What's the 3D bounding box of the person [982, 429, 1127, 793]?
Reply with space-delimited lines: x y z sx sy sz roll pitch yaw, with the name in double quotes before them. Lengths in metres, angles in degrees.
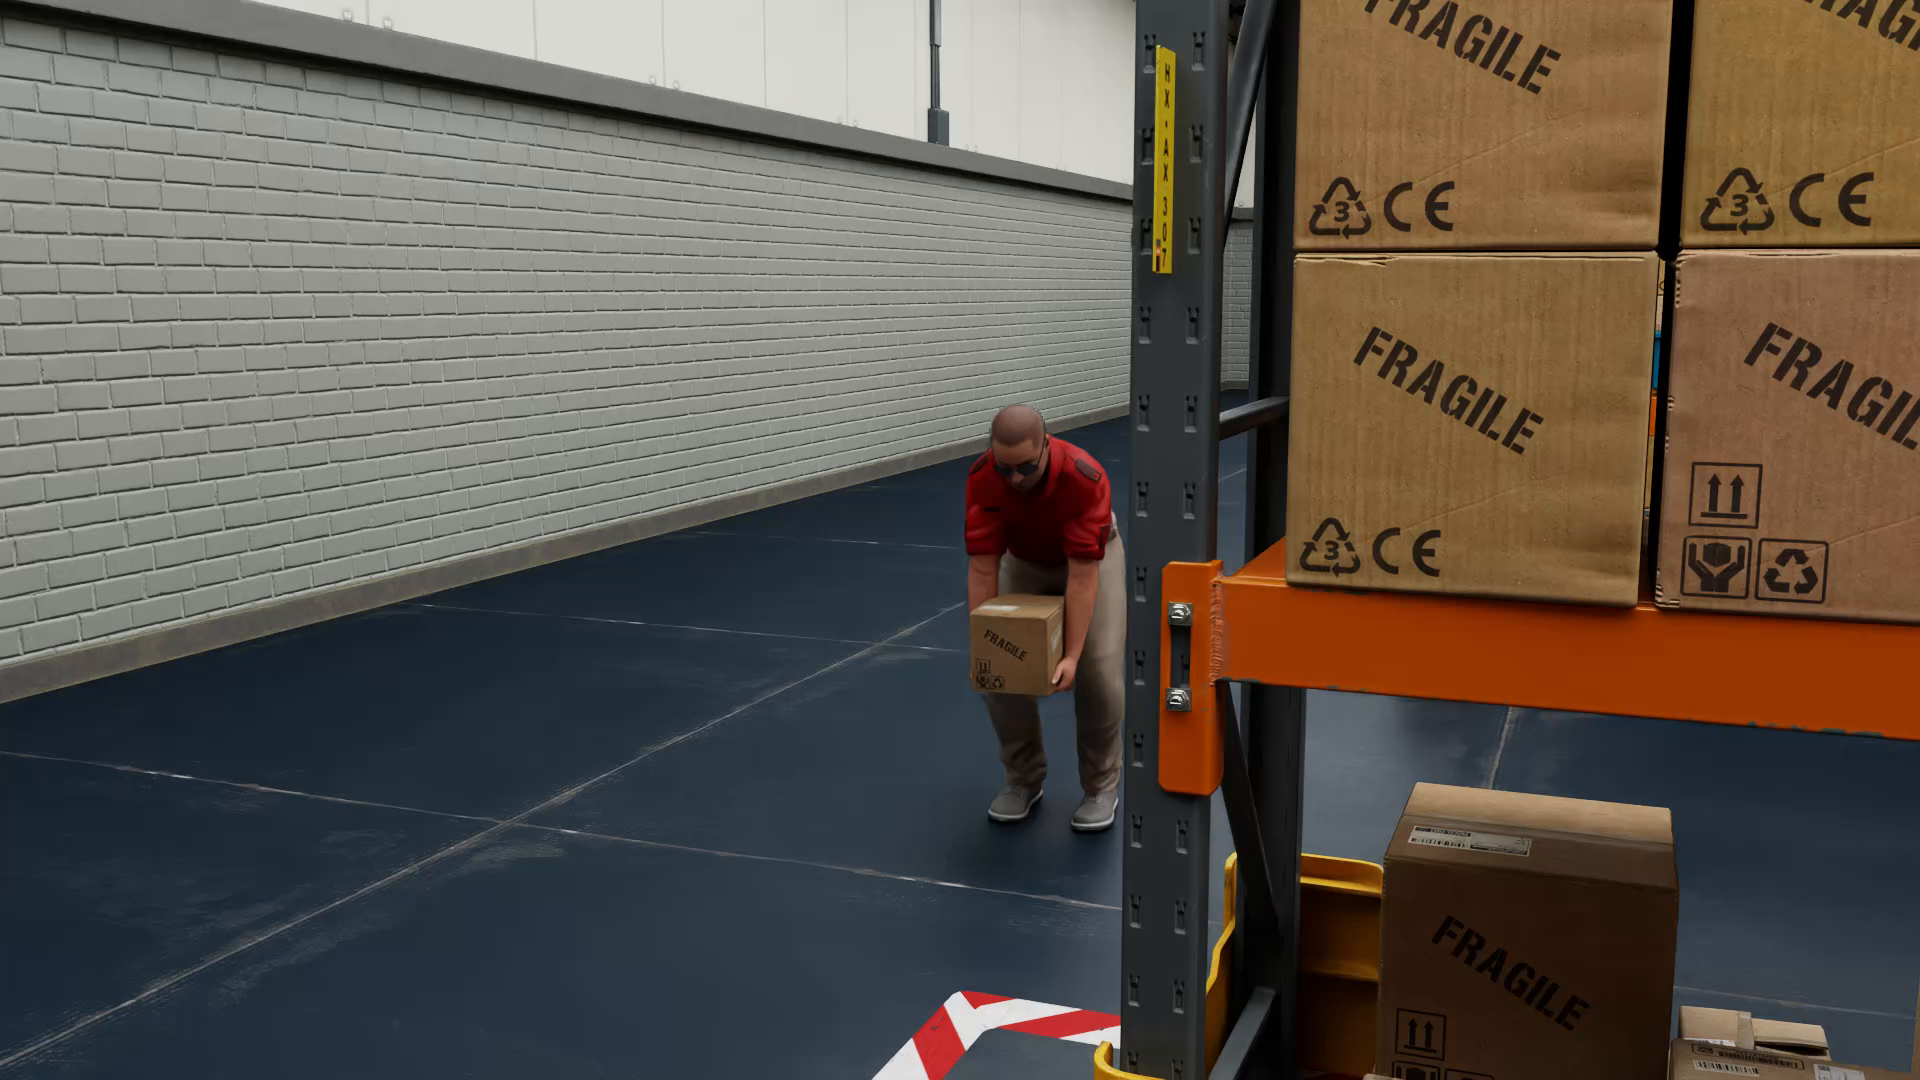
"person" 0.264 0.245 5.327 0.482 1.255 0.821 3 9 19
